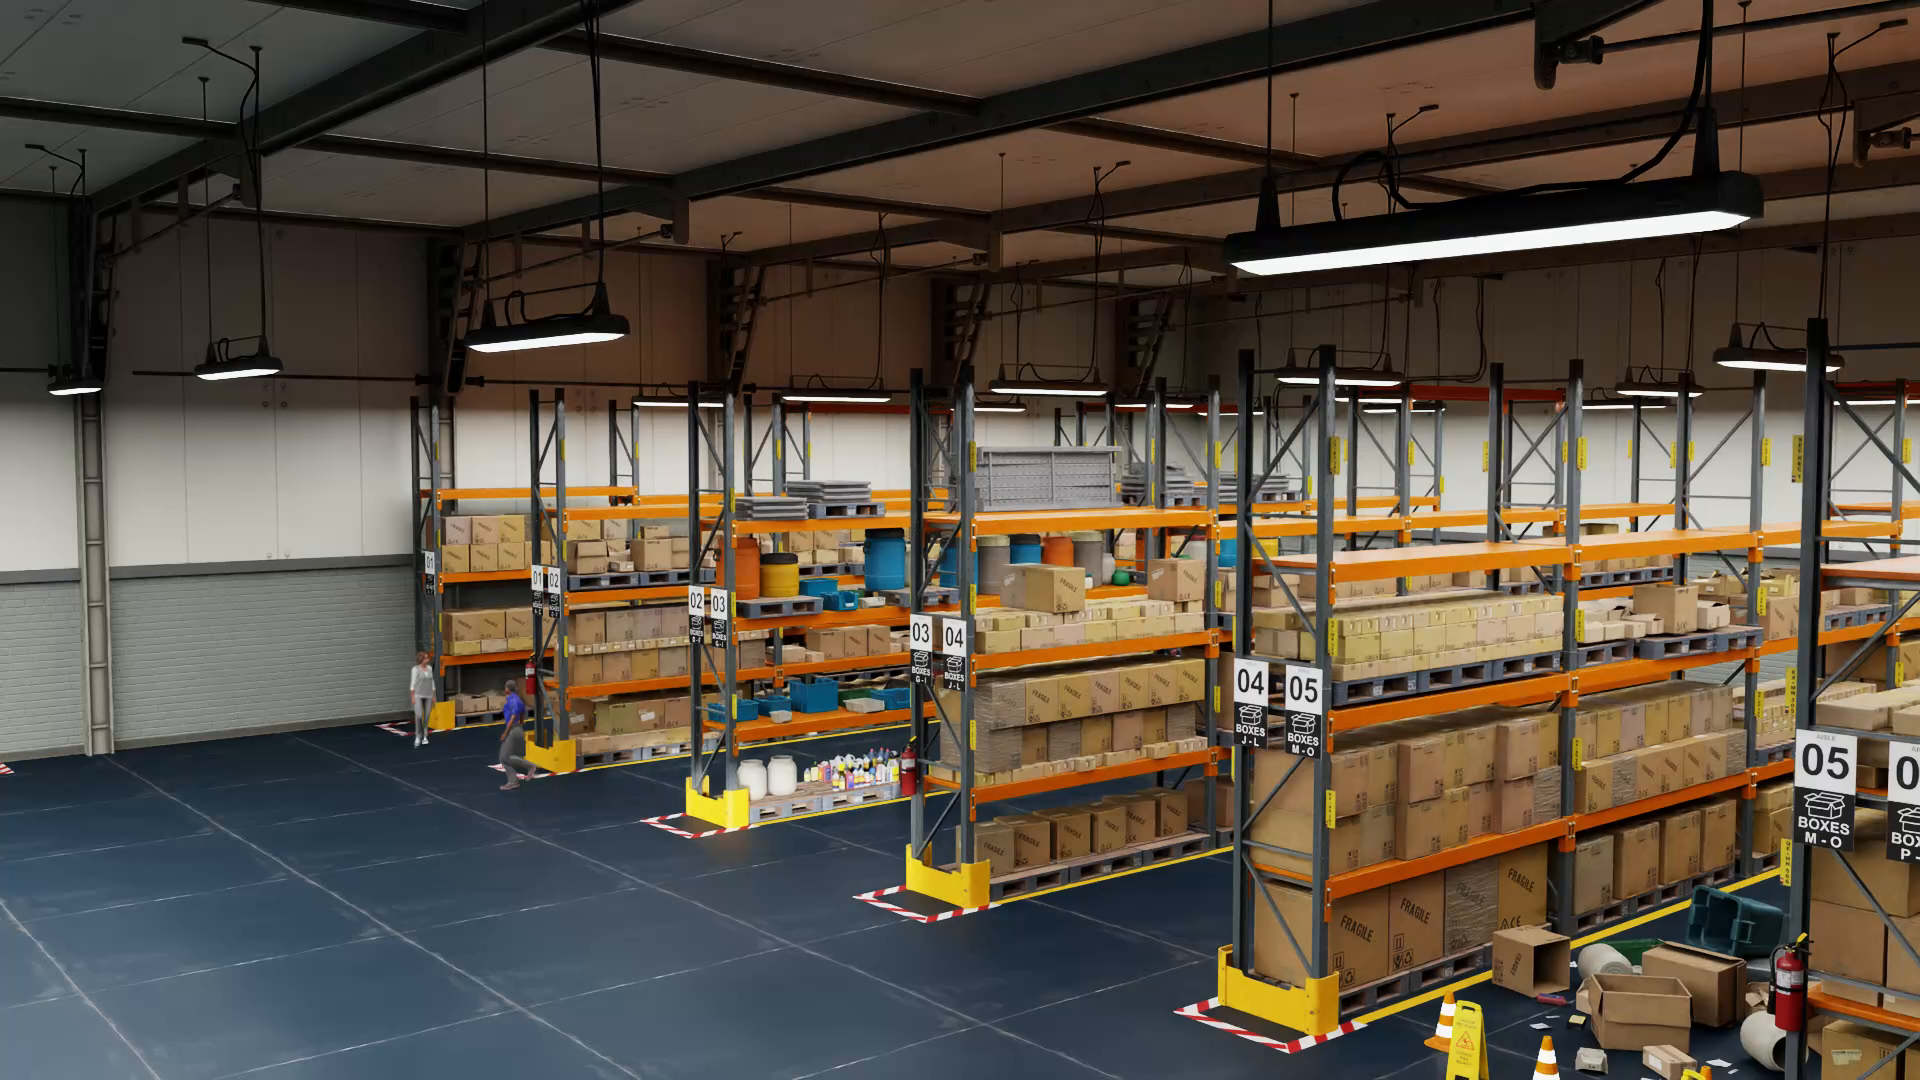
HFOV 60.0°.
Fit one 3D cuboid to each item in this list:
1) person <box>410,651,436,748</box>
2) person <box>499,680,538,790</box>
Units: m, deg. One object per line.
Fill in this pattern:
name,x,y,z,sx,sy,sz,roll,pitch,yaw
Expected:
person,-9.136,2.702,28.276,0.439,1.624,0.447,-3,4,-39
person,-6.597,2.897,24.825,0.565,1.630,0.504,-1,3,-10
